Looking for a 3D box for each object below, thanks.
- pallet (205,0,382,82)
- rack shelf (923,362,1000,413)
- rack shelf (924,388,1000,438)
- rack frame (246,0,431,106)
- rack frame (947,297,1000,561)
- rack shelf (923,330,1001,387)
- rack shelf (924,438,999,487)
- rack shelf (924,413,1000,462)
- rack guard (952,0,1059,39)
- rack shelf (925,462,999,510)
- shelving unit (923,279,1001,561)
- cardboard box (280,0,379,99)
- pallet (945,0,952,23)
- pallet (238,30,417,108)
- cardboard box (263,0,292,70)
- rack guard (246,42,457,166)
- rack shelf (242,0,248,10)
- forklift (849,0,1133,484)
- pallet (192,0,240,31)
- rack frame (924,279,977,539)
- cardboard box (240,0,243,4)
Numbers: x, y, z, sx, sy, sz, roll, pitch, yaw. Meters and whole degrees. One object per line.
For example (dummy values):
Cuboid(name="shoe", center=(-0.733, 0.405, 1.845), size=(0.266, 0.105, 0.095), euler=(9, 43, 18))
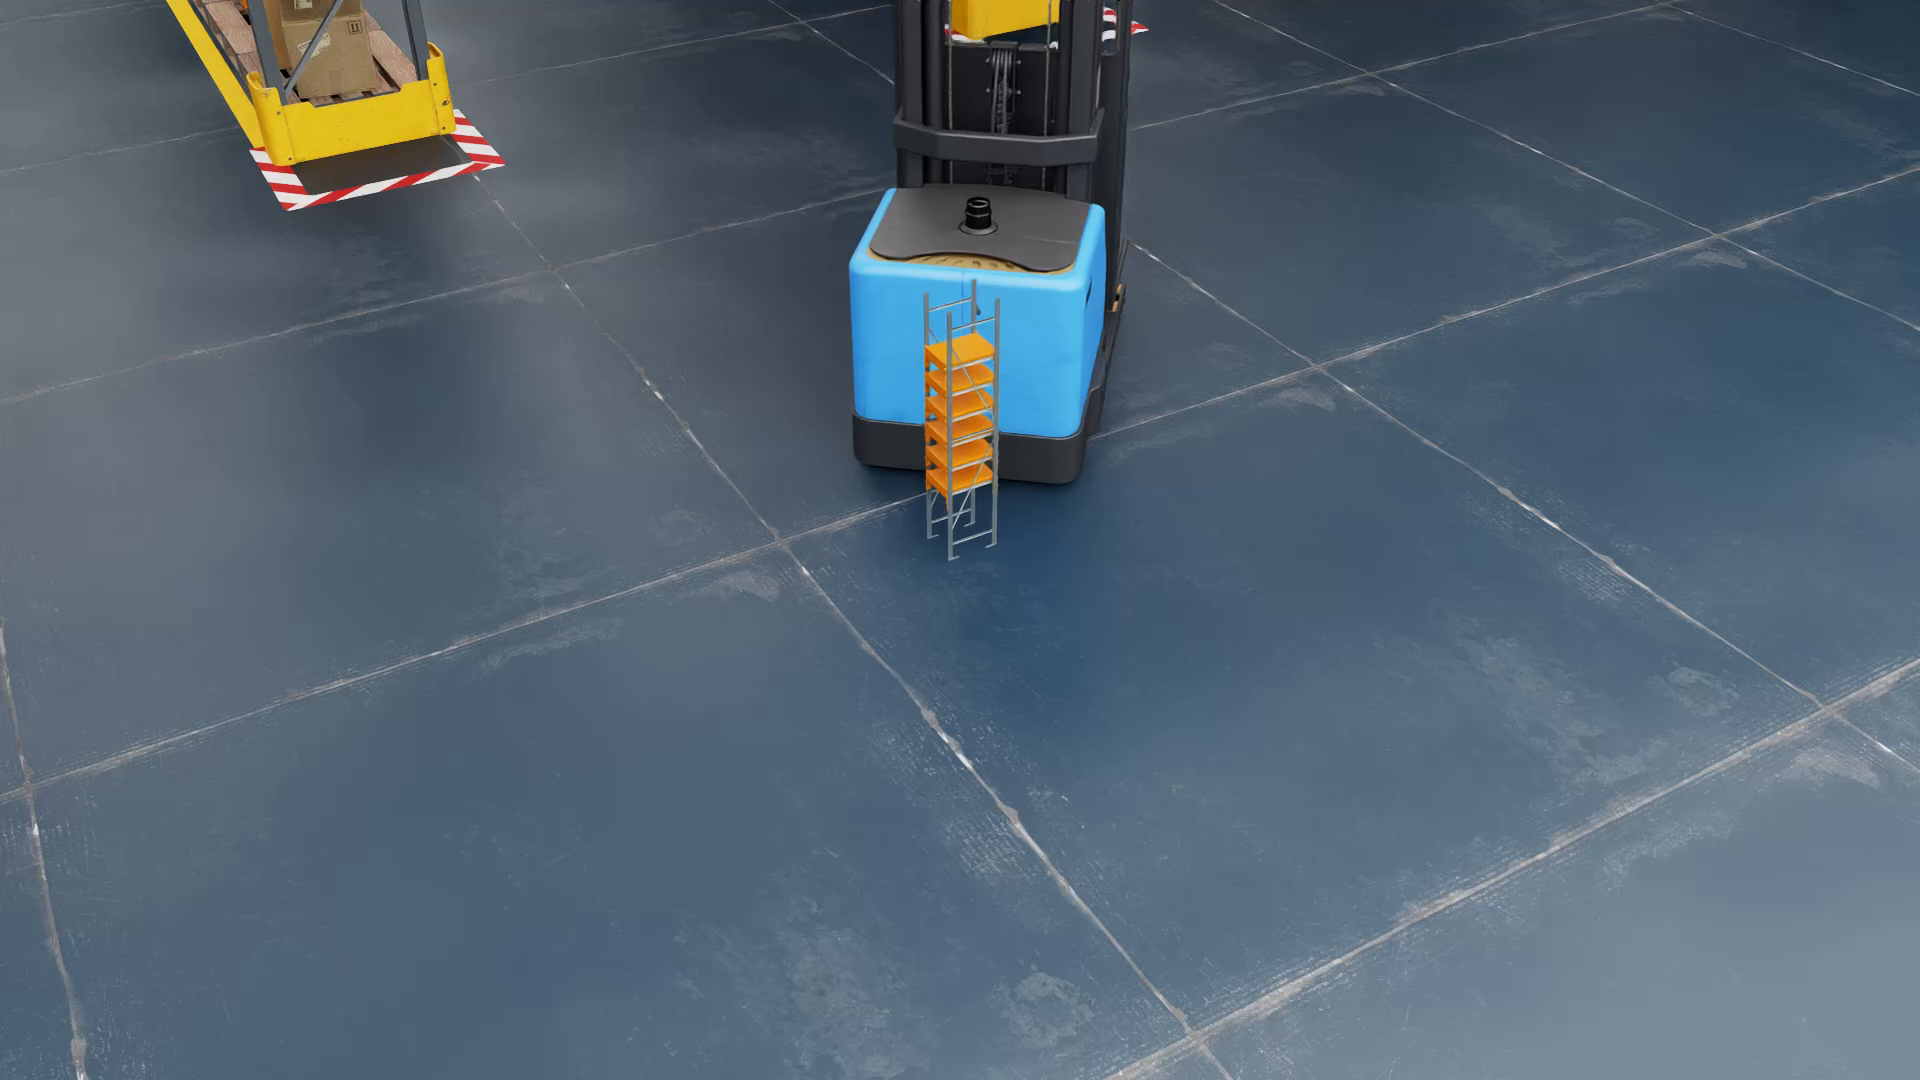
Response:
Cuboid(name="pallet", center=(-4.869, -3.732, 12.181), size=(1.003, 0.211, 1.213), euler=(-19, 40, -24))
Cuboid(name="rack shelf", center=(0.007, -0.635, 6.771), size=(0.258, 0.103, 0.180), euler=(-19, 40, -24))
Cuboid(name="rack shelf", center=(0.007, -0.538, 6.841), size=(0.258, 0.103, 0.180), euler=(-19, 40, -24))
Cuboid(name="rack frame", center=(-3.845, -3.773, 9.873), size=(1.000, 3.000, 0.127), euler=(-19, 40, -24))
Cuboid(name="rack frame", center=(0.053, -0.430, 6.822), size=(0.240, 1.200, 0.006), euler=(-19, 40, -24))
Cuboid(name="rack shelf", center=(0.007, -0.732, 6.700), size=(0.258, 0.103, 0.180), euler=(-19, 40, -24))
Cuboid(name="rack shelf", center=(0.007, -0.344, 6.983), size=(0.258, 0.103, 0.180), euler=(-19, 40, -24))
Cuboid(name="rack shelf", center=(0.007, -0.441, 6.912), size=(0.258, 0.103, 0.180), euler=(-19, 40, -24))
Cuboid(name="rack guard", center=(0.507, -4.170, 12.535), size=(1.175, 0.500, 0.348), euler=(-19, 40, -24))
Cuboid(name="rack shelf", center=(0.007, -0.247, 7.054), size=(0.258, 0.103, 0.180), euler=(-19, 40, -24))
Cuboid(name="shelving unit", center=(0.007, -0.477, 6.886), size=(0.258, 1.200, 0.189), euler=(-19, 40, -24))
Cuboid(name="cardboard box", center=(-4.144, -3.257, 10.929), size=(0.500, 0.500, 0.500), euler=(-12, 38, -16))
Cuboid(name="pallet", center=(0.025, -4.450, 13.164), size=(1.003, 0.211, 1.213), euler=(-19, 40, -24))
Cuboid(name="pallet", center=(-4.261, -3.111, 11.330), size=(1.003, 0.211, 1.213), euler=(-19, 40, -24))
Cuboid(name="cardboard box", center=(-4.474, -3.551, 11.333), size=(0.500, 0.500, 0.500), euler=(-9, 37, -12))
Cuboid(name="rack guard", center=(-3.883, -2.803, 10.663), size=(1.175, 0.500, 0.348), euler=(-19, 40, -24))
Cuboid(name="rack shelf", center=(-4.850, -4.503, 11.482), size=(1.077, 0.370, 4.000), euler=(-19, 40, -24))
Cuboid(name="forklift", center=(0.281, -2.300, 7.915), size=(1.130, 2.935, 3.031), euler=(6, 37, 8))
Cuboid(name="pallet", center=(-5.486, -4.355, 13.034), size=(1.003, 0.211, 1.213), euler=(-19, 40, -24))
Cuboid(name="rack frame", center=(-0.039, -0.524, 6.950), size=(0.240, 1.200, 0.006), euler=(-19, 40, -24))
Cuboid(name="cardboard box", center=(-5.014, -4.174, 12.185), size=(0.500, 0.500, 0.500), euler=(-23, 42, -28))
